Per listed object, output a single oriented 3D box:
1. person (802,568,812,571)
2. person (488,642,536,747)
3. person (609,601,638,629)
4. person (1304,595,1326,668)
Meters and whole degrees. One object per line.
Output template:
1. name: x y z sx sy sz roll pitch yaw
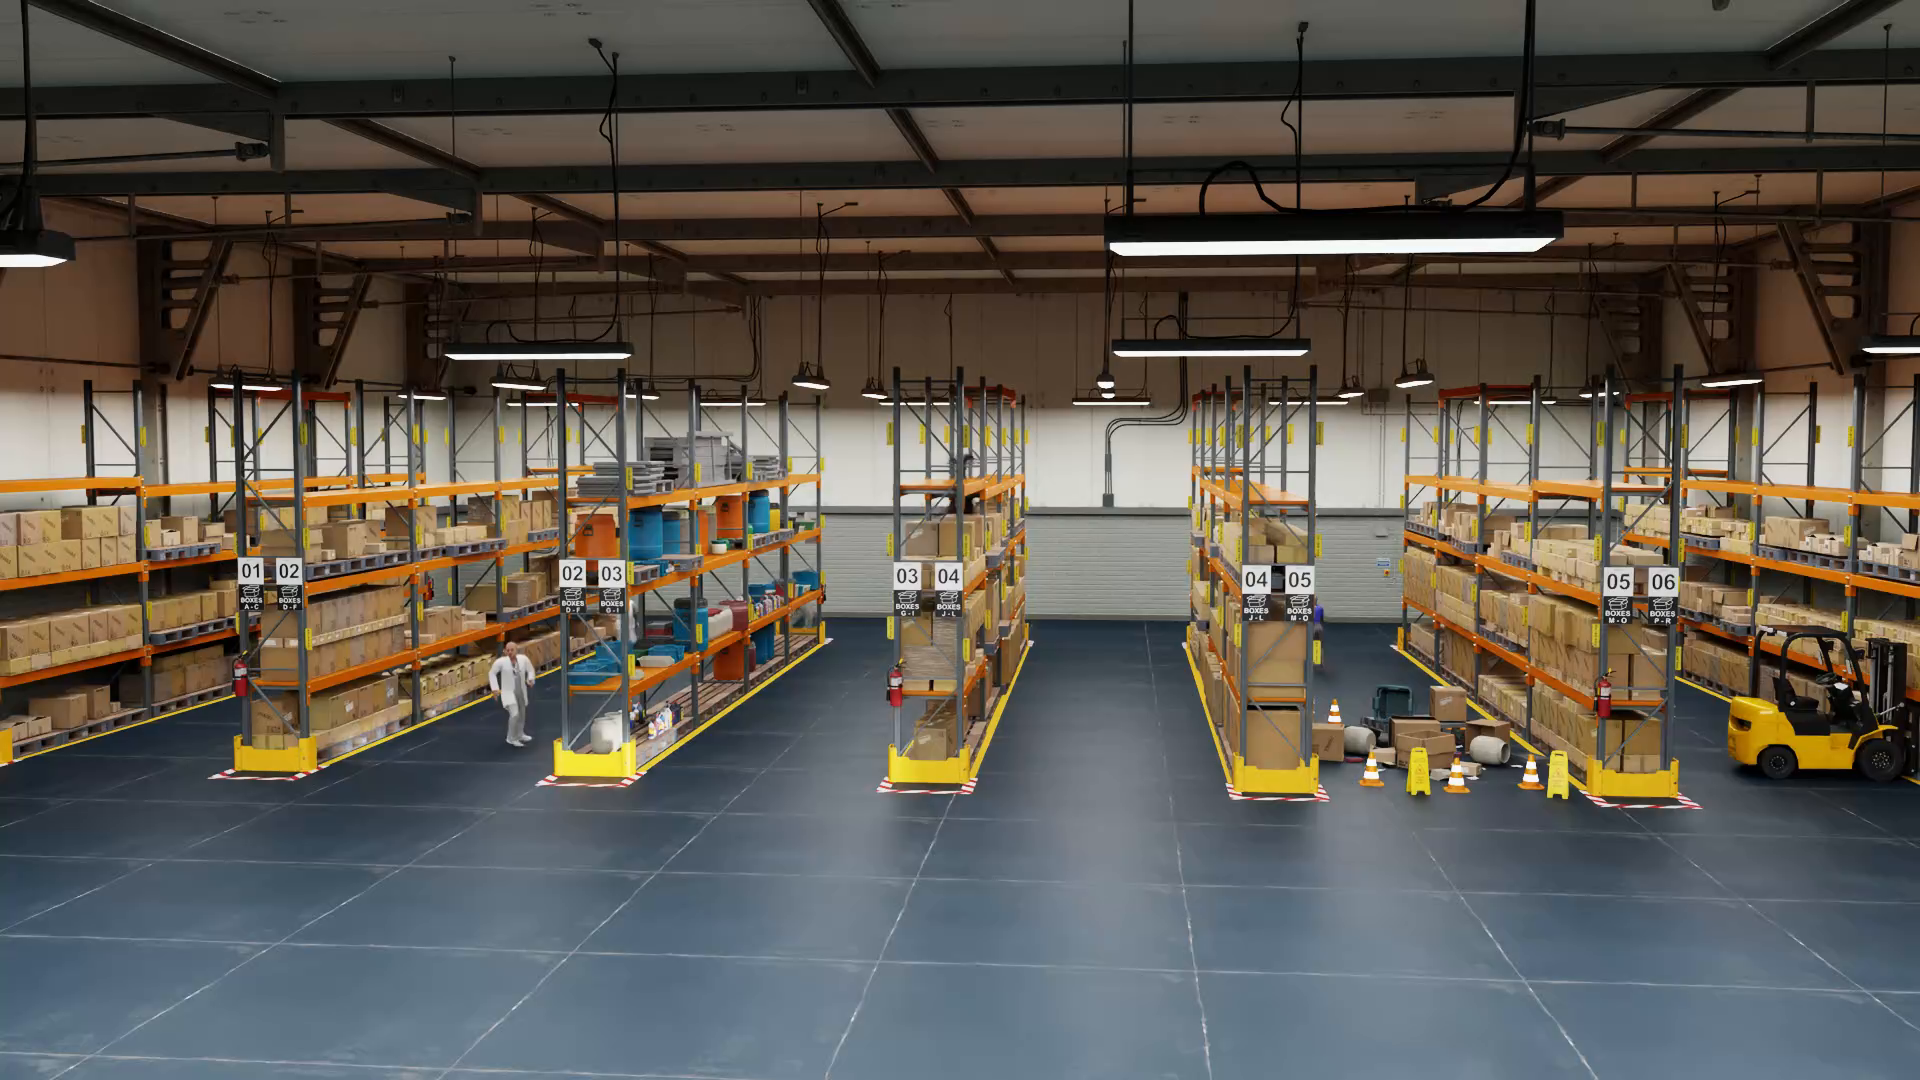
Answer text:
1. person: -3.970 1.556 41.575 0.871 1.762 0.622 0 4 -3
2. person: -7.204 2.502 26.964 0.705 1.738 0.861 -4 5 -45
3. person: -7.275 1.925 36.159 0.712 1.670 0.807 -1 4 -11
4. person: 7.640 1.990 35.941 0.569 1.592 0.936 -1 4 -10
